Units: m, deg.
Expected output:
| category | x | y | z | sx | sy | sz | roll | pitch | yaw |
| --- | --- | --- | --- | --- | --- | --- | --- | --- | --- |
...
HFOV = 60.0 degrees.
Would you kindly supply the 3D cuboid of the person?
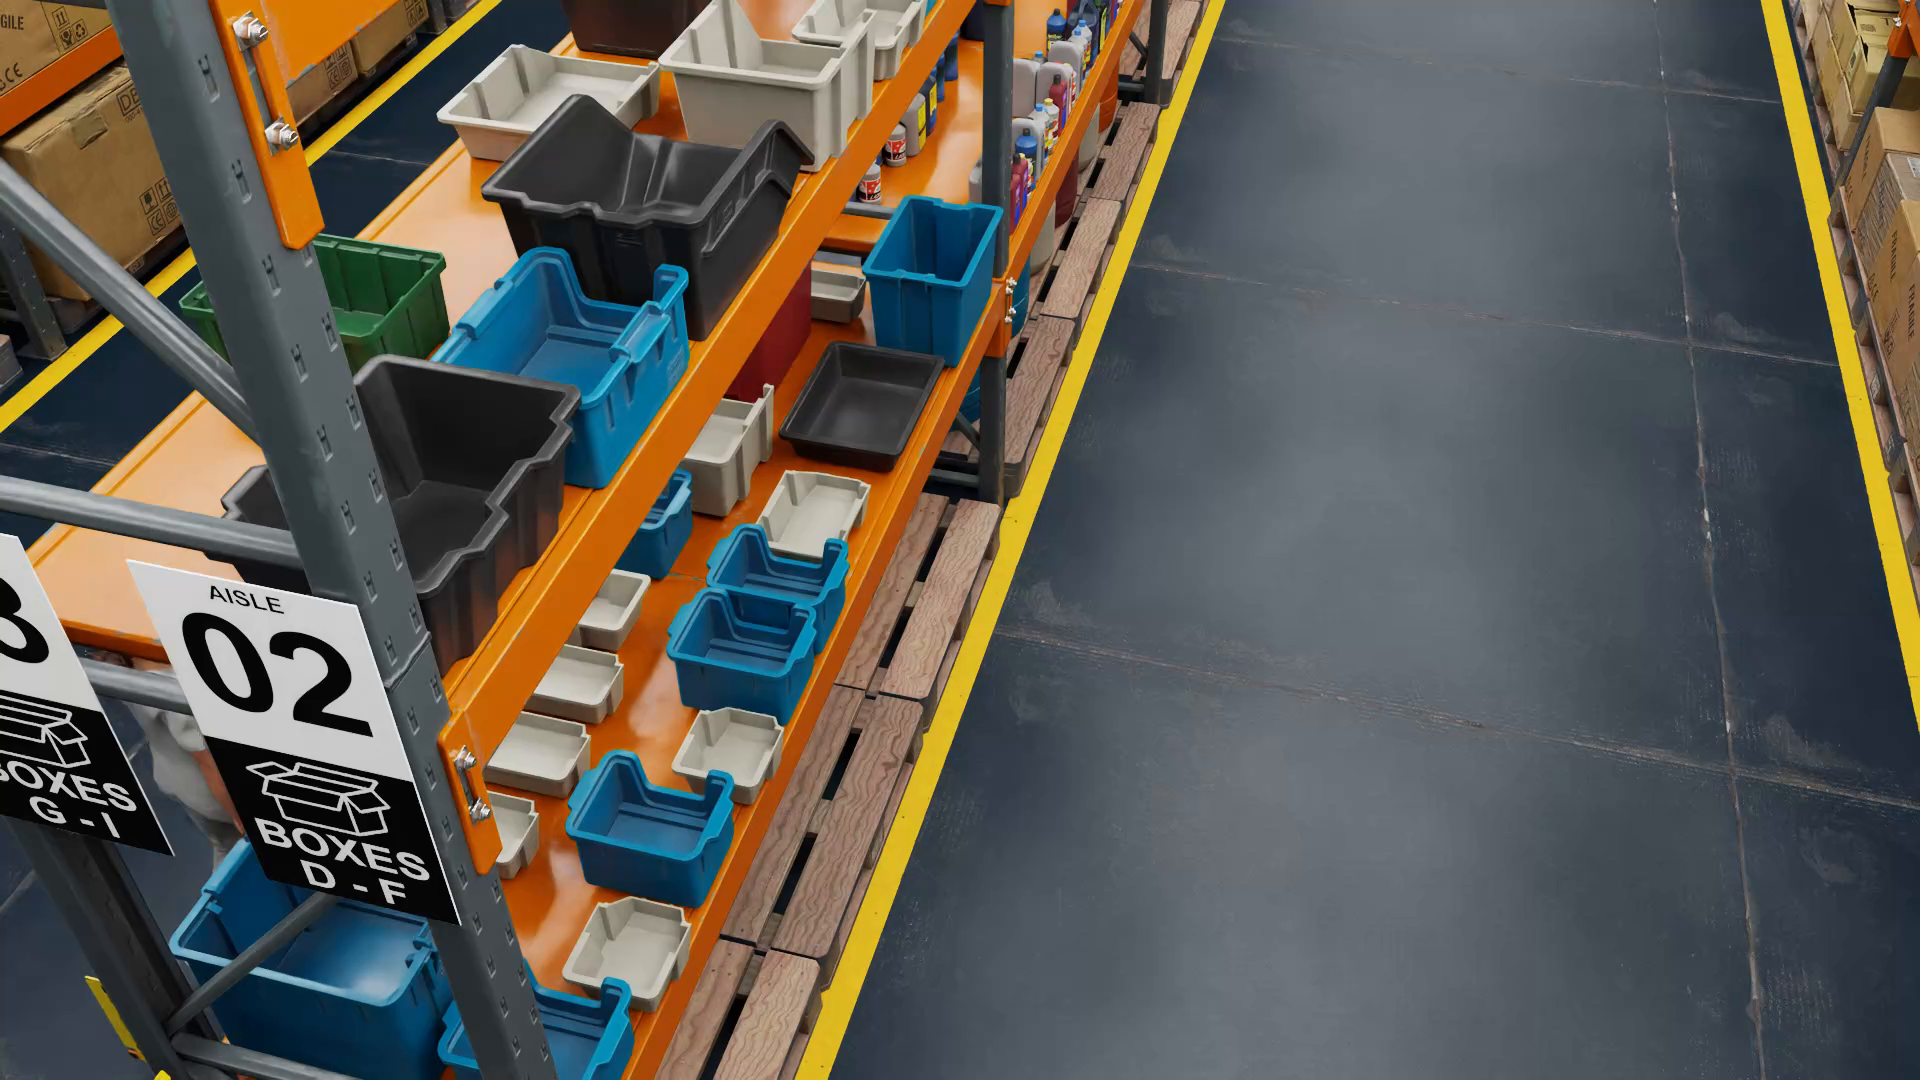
| category | x | y | z | sx | sy | sz | roll | pitch | yaw |
| --- | --- | --- | --- | --- | --- | --- | --- | --- | --- |
| person | -2.339 | 0.742 | 5.271 | 0.474 | 1.663 | 0.453 | 25 | 47 | 26 |
